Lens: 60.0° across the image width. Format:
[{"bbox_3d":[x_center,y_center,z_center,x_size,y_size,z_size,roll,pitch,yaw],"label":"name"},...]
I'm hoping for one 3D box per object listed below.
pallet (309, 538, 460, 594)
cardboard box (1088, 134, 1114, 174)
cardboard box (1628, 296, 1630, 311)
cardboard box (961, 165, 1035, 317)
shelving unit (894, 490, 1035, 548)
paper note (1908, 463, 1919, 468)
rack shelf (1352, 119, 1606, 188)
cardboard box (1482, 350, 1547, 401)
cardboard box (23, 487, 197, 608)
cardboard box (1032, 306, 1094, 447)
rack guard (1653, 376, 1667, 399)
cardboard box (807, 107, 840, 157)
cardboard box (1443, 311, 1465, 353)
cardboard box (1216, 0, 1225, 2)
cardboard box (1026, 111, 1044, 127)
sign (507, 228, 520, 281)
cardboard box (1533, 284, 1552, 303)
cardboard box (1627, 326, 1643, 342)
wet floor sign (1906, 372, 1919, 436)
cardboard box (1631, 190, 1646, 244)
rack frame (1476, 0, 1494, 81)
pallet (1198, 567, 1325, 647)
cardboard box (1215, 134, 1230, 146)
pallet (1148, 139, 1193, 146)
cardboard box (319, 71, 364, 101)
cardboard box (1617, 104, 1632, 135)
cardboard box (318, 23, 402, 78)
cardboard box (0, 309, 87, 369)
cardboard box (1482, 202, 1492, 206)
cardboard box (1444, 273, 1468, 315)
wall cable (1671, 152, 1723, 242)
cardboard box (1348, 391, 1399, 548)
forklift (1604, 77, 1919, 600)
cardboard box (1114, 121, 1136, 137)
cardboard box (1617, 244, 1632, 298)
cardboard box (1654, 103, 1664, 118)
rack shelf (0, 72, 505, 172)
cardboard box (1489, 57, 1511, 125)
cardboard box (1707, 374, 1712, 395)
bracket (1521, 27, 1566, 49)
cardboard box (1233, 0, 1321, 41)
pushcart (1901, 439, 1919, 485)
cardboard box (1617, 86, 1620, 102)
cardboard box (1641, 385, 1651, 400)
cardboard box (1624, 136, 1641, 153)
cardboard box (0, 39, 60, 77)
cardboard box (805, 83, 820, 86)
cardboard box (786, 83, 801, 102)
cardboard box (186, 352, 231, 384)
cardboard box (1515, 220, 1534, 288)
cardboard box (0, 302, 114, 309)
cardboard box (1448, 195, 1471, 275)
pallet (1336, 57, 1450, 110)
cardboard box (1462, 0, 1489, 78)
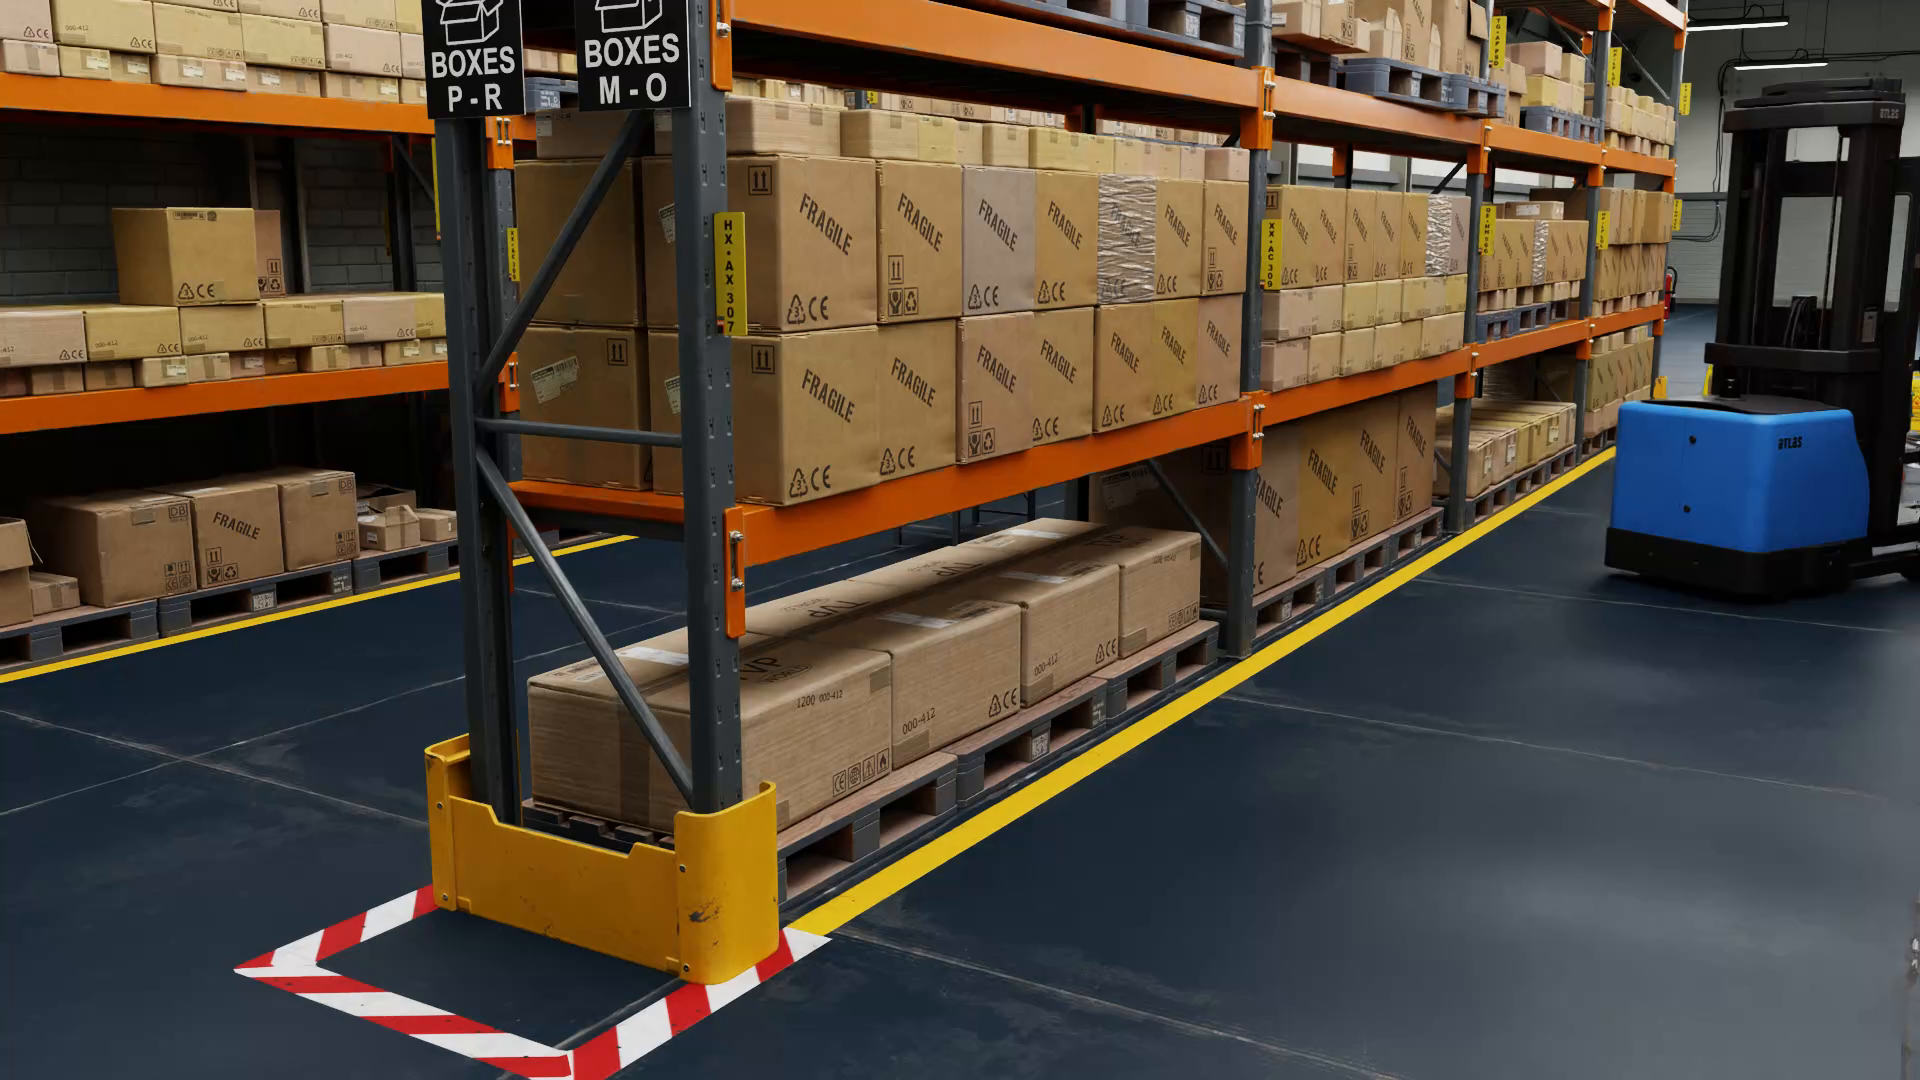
[{"bbox_3d":[-3.612,0.072,10.409,1.003,0.211,1.213,6,12,31],"label":"pallet"},{"bbox_3d":[0.384,-1.518,6.576,0.380,0.149,0.250,6,12,29],"label":"cardboard box"},{"bbox_3d":[6.360,-2.329,16.340,0.380,0.149,0.250,6,12,30],"label":"cardboard box"},{"bbox_3d":[-0.071,-1.056,5.870,0.500,0.500,0.500,6,12,30],"label":"cardboard box"},{"bbox_3d":[0.044,-0.751,11.302,0.538,1.500,1.048,6,12,31],"label":"shelving unit"},{"bbox_3d":[8.567,-0.659,14.827,0.155,0.023,0.172,-8,13,-38],"label":"paper note"},{"bbox_3d":[4.105,-2.997,13.030,1.077,0.370,4.000,6,12,31],"label":"rack shelf"},{"bbox_3d":[5.221,-1.533,15.699,0.500,0.500,0.500,6,12,30],"label":"cardboard box"},{"bbox_3d":[-4.456,0.027,8.724,0.700,0.500,0.500,7,13,33],"label":"cardboard box"},{"bbox_3d":[0.172,-0.642,6.373,0.500,0.500,0.500,7,13,33],"label":"cardboard box"},{"bbox_3d":[7.180,-1.579,18.446,1.175,0.500,0.348,6,12,31],"label":"rack guard"},{"bbox_3d":[-0.591,-1.240,5.092,0.380,0.149,0.250,7,13,32],"label":"cardboard box"},{"bbox_3d":[3.026,-1.384,11.016,0.500,0.250,0.500,6,12,29],"label":"cardboard box"},{"bbox_3d":[0.932,-2.466,7.188,0.396,0.266,0.258,7,13,32],"label":"cardboard box"},{"bbox_3d":[0.588,-4.069,16.070,0.380,0.149,0.250,6,12,31],"label":"cardboard box"},{"bbox_3d":[-2.787,-1.781,10.379,0.100,0.325,0.005,6,12,31],"label":"sign"},{"bbox_3d":[4.570,-2.007,13.481,0.380,0.149,0.250,6,12,31],"label":"cardboard box"},{"bbox_3d":[6.760,-2.108,17.007,0.380,0.149,0.250,7,12,32],"label":"cardboard box"},{"bbox_3d":[9.826,-1.399,17.090,0.267,0.644,0.232,4,11,21],"label":"wet floor sign"},{"bbox_3d":[6.125,-3.081,15.876,0.700,0.500,0.500,6,12,29],"label":"cardboard box"},{"bbox_3d":[3.066,-4.511,11.007,1.000,3.000,0.127,6,12,31],"label":"rack frame"},{"bbox_3d":[1.326,0.309,9.143,1.003,0.211,1.213,6,12,31],"label":"pallet"},{"bbox_3d":[2.954,-4.980,19.981,0.500,0.500,0.500,7,13,33],"label":"cardboard box"},{"bbox_3d":[1.954,-4.423,18.932,1.003,0.211,1.213,6,12,31],"label":"pallet"},{"bbox_3d":[-3.597,-2.555,9.394,0.380,0.149,0.250,6,12,30],"label":"cardboard box"},{"bbox_3d":[5.865,-3.863,15.298,0.500,0.250,0.500,6,12,30],"label":"cardboard box"},{"bbox_3d":[-3.552,-2.771,9.464,0.500,0.250,0.500,6,12,29],"label":"cardboard box"},{"bbox_3d":[-4.604,-0.975,8.023,0.500,0.250,0.500,7,12,31],"label":"cardboard box"},{"bbox_3d":[4.121,-2.691,13.605,0.380,0.149,0.250,7,13,34],"label":"cardboard box"},{"bbox_3d":[3.032,-1.633,10.991,0.500,0.250,0.500,6,12,30],"label":"cardboard box"},{"bbox_3d":[20.079,-9.748,47.421,3.097,2.526,0.112,6,12,31],"label":"wall cable"},{"bbox_3d":[2.170,-0.483,10.431,0.875,0.875,0.875,7,12,31],"label":"cardboard box"},{"bbox_3d":[5.465,-1.279,10.238,3.031,2.935,1.130,-6,12,-30],"label":"forklift"},{"bbox_3d":[1.539,-4.458,17.709,0.500,0.311,0.500,7,13,32],"label":"cardboard box"},{"bbox_3d":[6.122,-2.588,15.959,0.500,0.500,0.500,6,12,30],"label":"cardboard box"},{"bbox_3d":[7.013,-4.403,17.098,0.380,0.149,0.250,6,12,30],"label":"cardboard box"},{"bbox_3d":[-4.293,-2.213,8.839,1.077,0.370,4.000,6,12,31],"label":"rack shelf"},{"bbox_3d":[3.567,-3.233,12.065,0.700,0.500,0.500,6,12,31],"label":"cardboard box"},{"bbox_3d":[6.680,-1.169,14.197,0.500,0.500,0.500,6,12,31],"label":"cardboard box"},{"bbox_3d":[13.054,-11.258,37.269,0.076,0.066,4.783,6,12,31],"label":"bracket"},{"bbox_3d":[1.549,-2.593,8.139,0.396,0.266,0.258,6,12,30],"label":"cardboard box"},{"bbox_3d":[7.118,-0.692,14.040,1.648,0.377,0.936,2,11,11],"label":"pushcart"},{"bbox_3d":[5.696,-3.996,14.925,0.380,0.149,0.250,7,13,32],"label":"cardboard box"},{"bbox_3d":[7.018,-1.518,17.658,0.500,0.250,0.500,6,12,30],"label":"cardboard box"},{"bbox_3d":[6.259,-3.762,15.842,0.380,0.149,0.250,6,12,30],"label":"cardboard box"},{"bbox_3d":[-4.488,-2.268,7.862,0.380,0.149,0.250,7,13,32],"label":"cardboard box"},{"bbox_3d":[-1.330,-3.665,13.156,0.380,0.149,0.250,6,12,29],"label":"cardboard box"},{"bbox_3d":[-1.466,-3.476,12.954,0.380,0.149,0.250,7,13,32],"label":"cardboard box"},{"bbox_3d":[-4.095,-0.920,8.817,0.380,0.149,0.250,7,13,32],"label":"cardboard box"},{"bbox_3d":[4.032,-2.179,12.635,0.500,0.500,0.500,7,12,32],"label":"cardboard box"},{"bbox_3d":[-4.789,-1.106,8.723,0.500,0.250,0.500,7,13,32],"label":"cardboard box"},{"bbox_3d":[3.022,-1.996,10.890,0.500,0.500,0.500,6,12,29],"label":"cardboard box"},{"bbox_3d":[2.199,-2.661,9.792,1.003,0.211,1.213,7,13,33],"label":"pallet"},{"bbox_3d":[3.000,-3.220,10.842,0.797,0.503,0.637,6,12,27],"label":"cardboard box"}]
